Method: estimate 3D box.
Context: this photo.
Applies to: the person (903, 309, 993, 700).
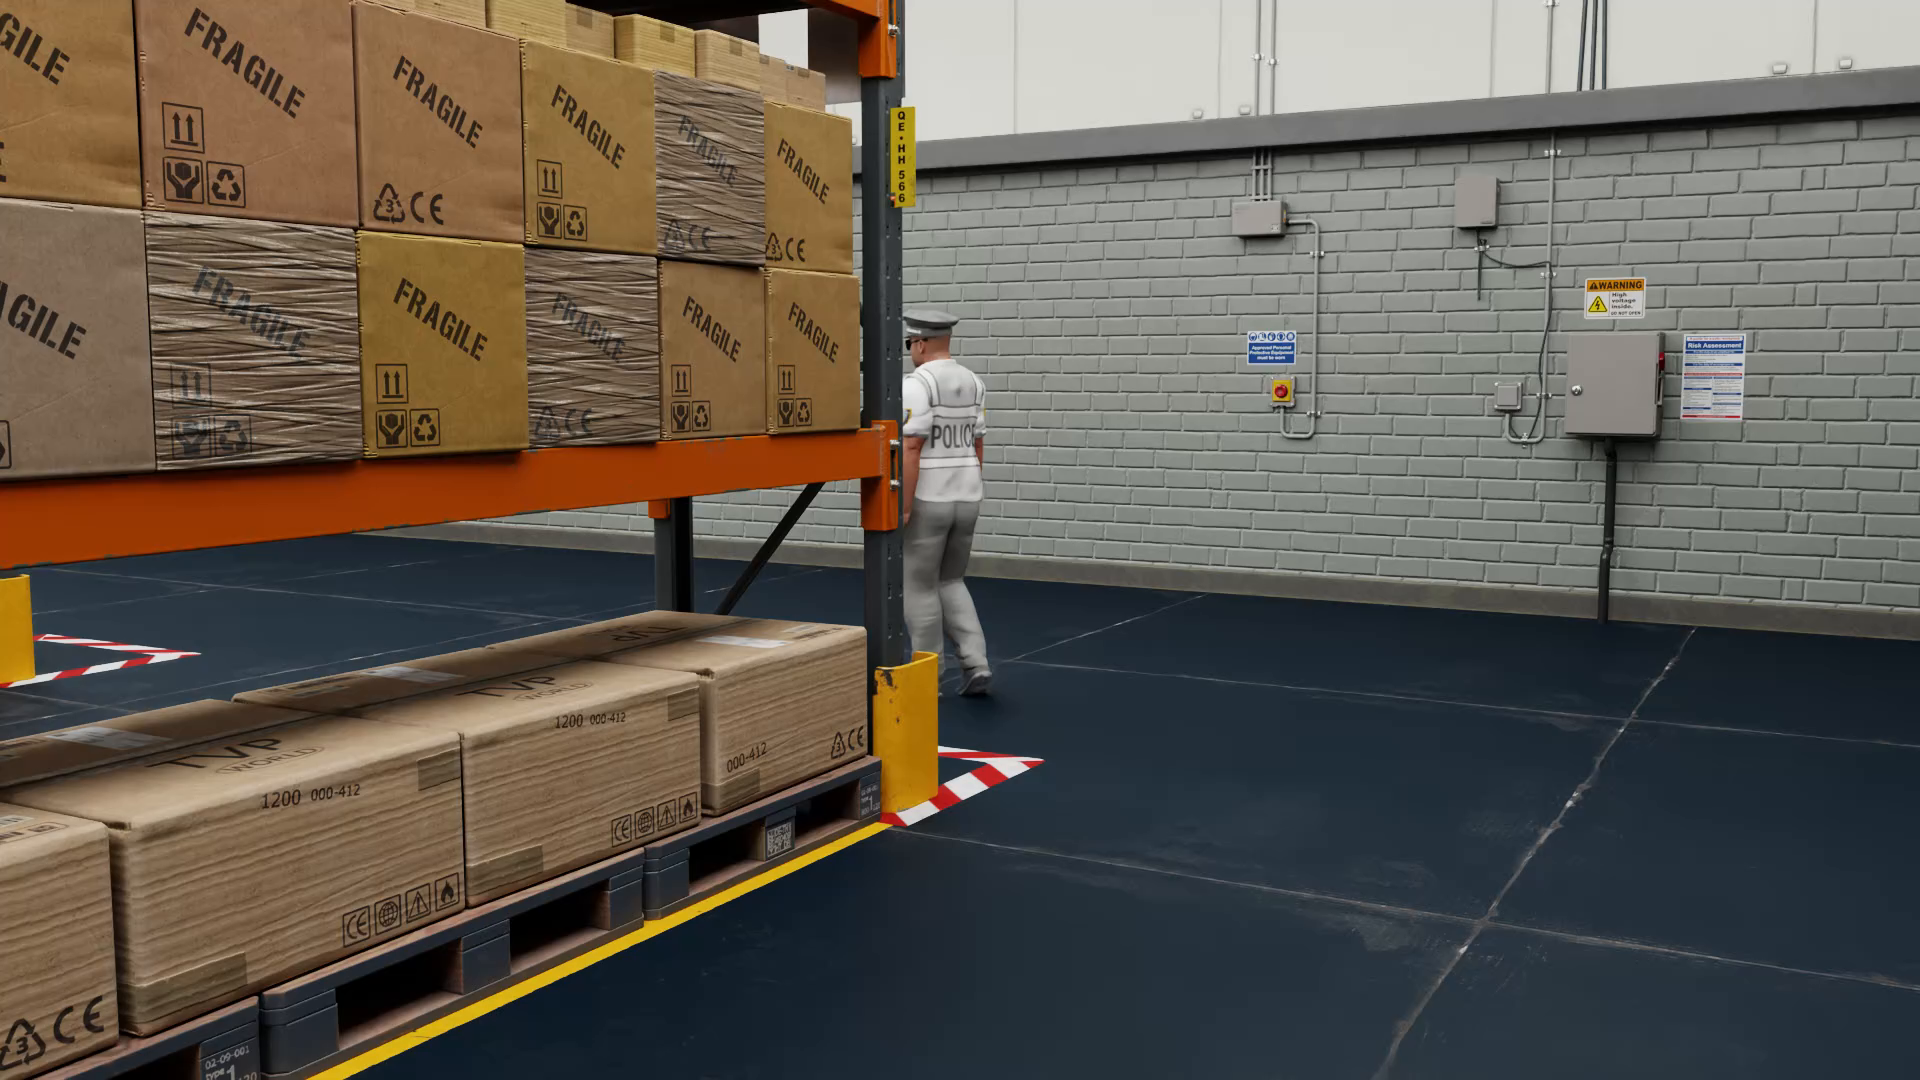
[{"bbox_3d":[-0.129,-0.132,7.512,0.444,1.809,0.567,5,8,43],"label":"person"}]
